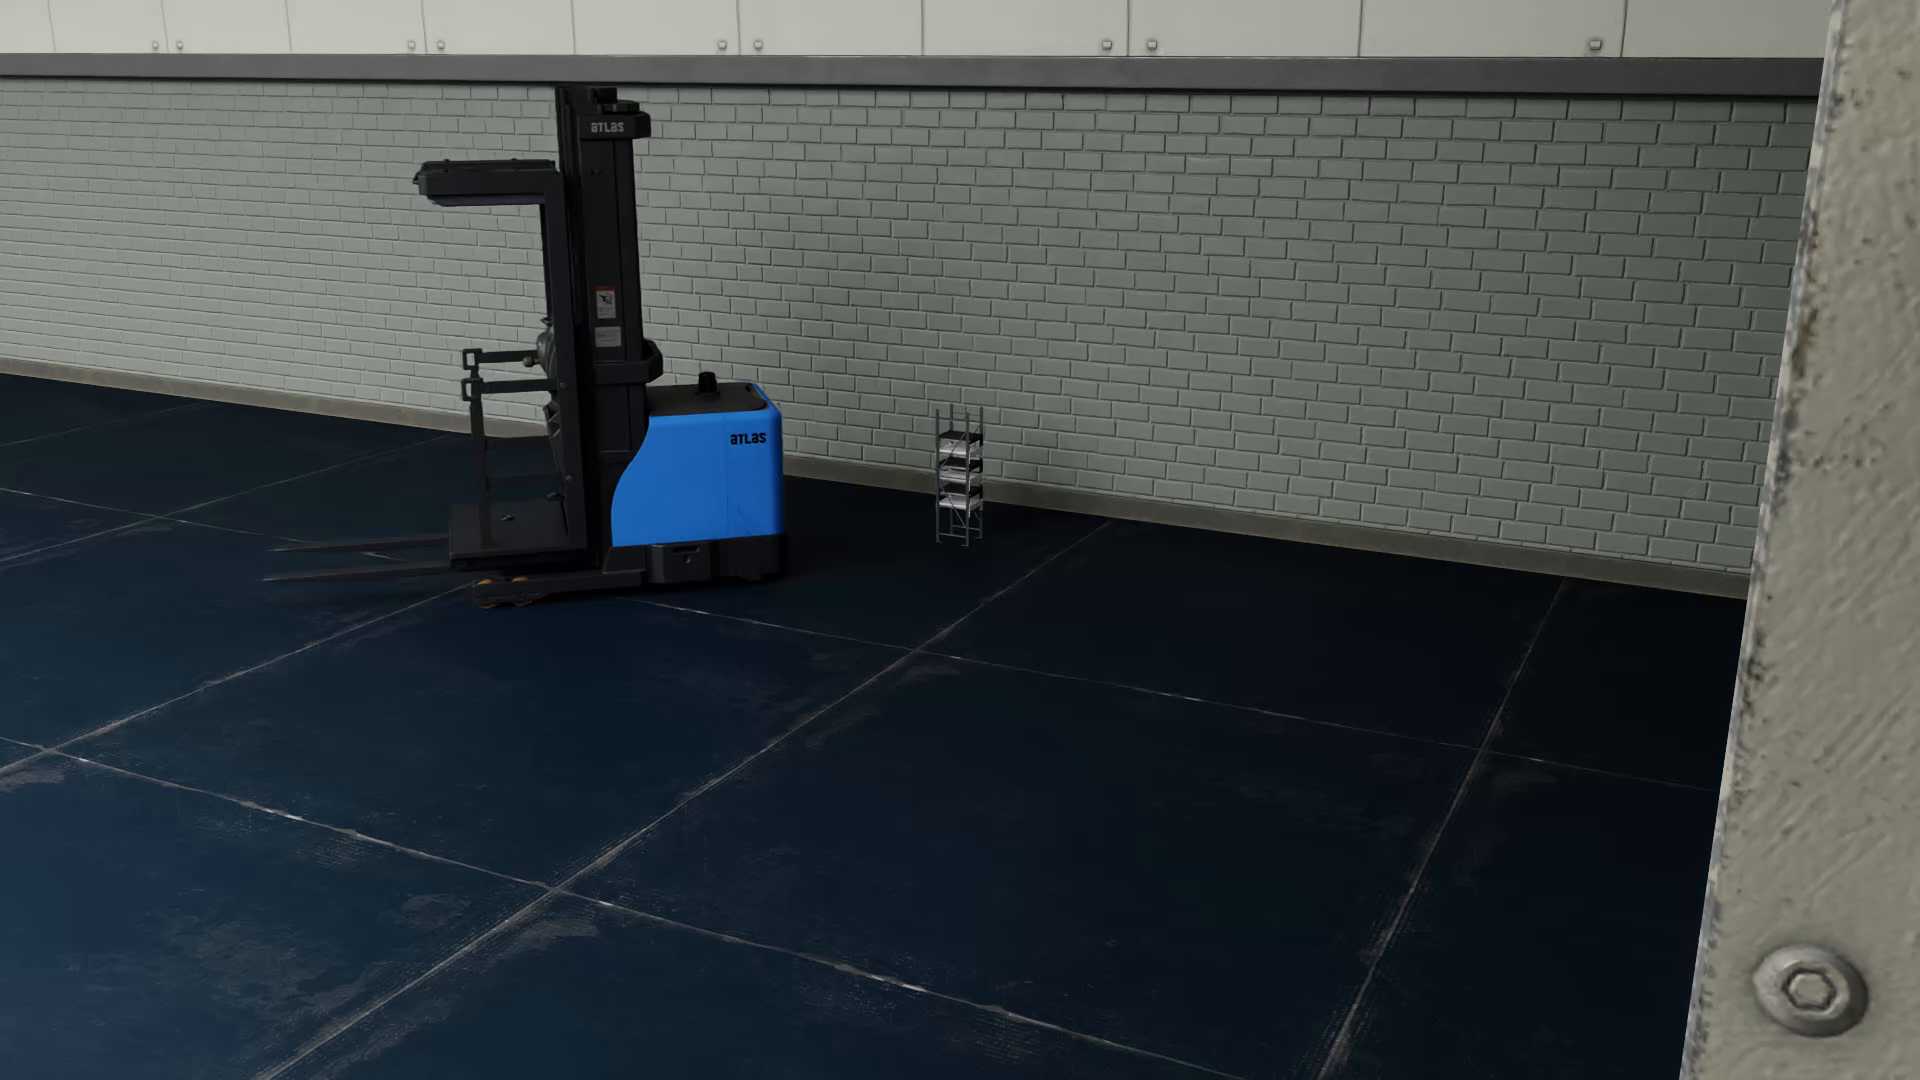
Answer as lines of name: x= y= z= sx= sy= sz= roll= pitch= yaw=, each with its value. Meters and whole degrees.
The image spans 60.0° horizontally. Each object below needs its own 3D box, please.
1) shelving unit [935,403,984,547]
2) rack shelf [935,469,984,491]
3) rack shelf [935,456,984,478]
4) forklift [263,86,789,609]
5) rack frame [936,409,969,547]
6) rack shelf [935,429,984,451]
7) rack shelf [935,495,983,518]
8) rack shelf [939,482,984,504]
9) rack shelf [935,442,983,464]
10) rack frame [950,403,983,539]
shelving unit: x=-0.004 y=-0.429 z=10.961 sx=0.258 sy=0.900 sz=0.210 roll=8 pitch=18 yaw=25
rack shelf: x=-0.004 y=-0.397 z=10.971 sx=0.258 sy=0.077 sz=0.200 roll=8 pitch=18 yaw=25
rack shelf: x=-0.004 y=-0.484 z=10.945 sx=0.258 sy=0.077 sz=0.200 roll=8 pitch=18 yaw=25
forklift: x=-2.634 y=-1.170 z=9.889 sx=3.031 sy=2.935 sz=1.130 roll=-5 pitch=17 yaw=-15
rack frame: x=-0.049 y=-0.403 z=10.874 sx=0.240 sy=0.900 sz=0.006 roll=8 pitch=18 yaw=25
rack shelf: x=-0.004 y=-0.656 z=10.894 sx=0.258 sy=0.077 sz=0.200 roll=8 pitch=18 yaw=25
rack shelf: x=-0.004 y=-0.225 z=11.022 sx=0.258 sy=0.077 sz=0.200 roll=8 pitch=18 yaw=25
rack shelf: x=-0.004 y=-0.311 z=10.997 sx=0.258 sy=0.077 sz=0.200 roll=8 pitch=18 yaw=25
rack shelf: x=-0.004 y=-0.570 z=10.920 sx=0.258 sy=0.077 sz=0.200 roll=8 pitch=18 yaw=25
rack frame: x=0.042 y=-0.455 z=11.049 sx=0.240 sy=0.900 sz=0.006 roll=8 pitch=18 yaw=25
